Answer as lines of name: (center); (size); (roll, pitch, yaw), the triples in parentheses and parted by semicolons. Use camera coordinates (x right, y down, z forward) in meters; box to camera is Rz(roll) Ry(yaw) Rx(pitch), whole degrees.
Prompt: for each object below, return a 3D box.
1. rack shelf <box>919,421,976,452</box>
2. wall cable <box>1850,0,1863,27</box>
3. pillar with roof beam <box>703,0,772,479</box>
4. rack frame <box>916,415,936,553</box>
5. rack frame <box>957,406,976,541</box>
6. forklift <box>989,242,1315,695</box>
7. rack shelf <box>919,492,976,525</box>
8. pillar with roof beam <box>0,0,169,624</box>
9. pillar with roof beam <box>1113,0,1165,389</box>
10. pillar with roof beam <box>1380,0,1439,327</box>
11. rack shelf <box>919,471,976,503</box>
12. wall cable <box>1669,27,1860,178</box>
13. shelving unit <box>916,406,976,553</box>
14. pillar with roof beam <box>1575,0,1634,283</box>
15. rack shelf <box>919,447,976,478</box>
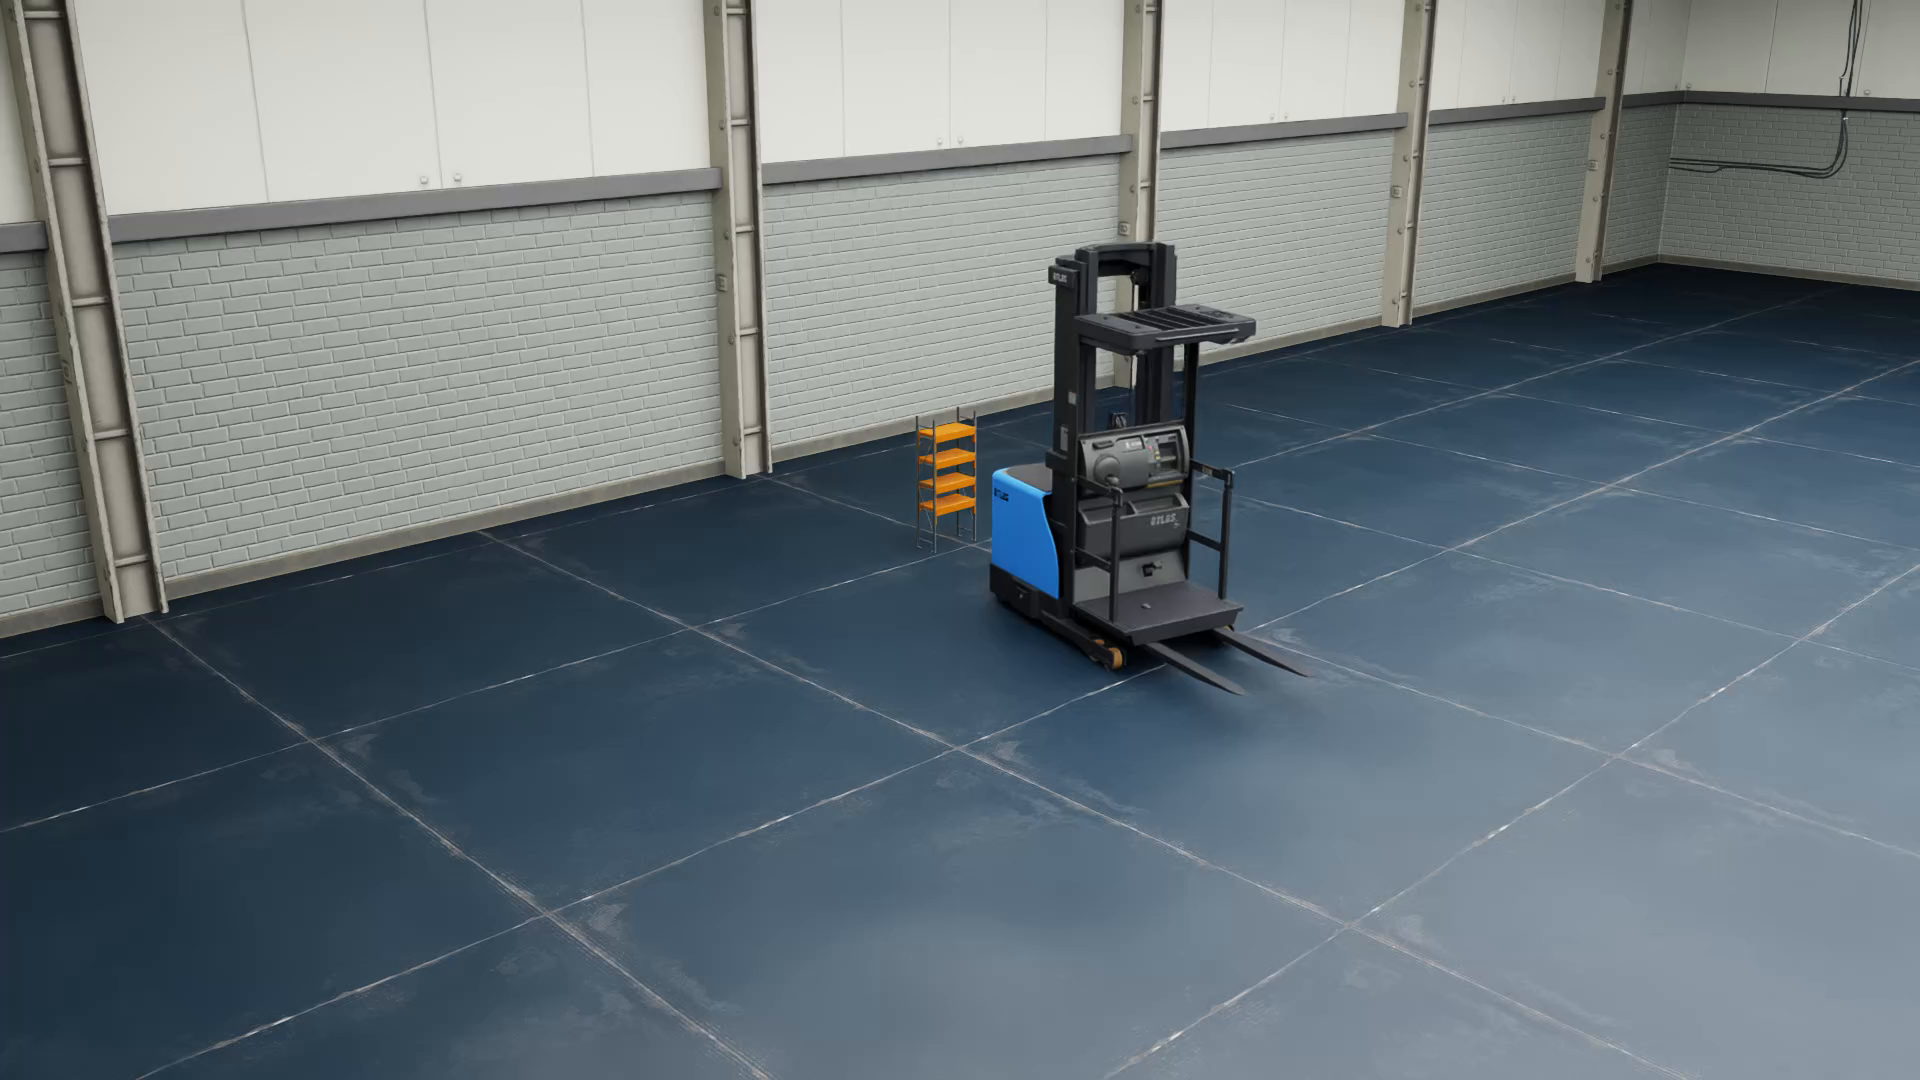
rack shelf: (-0.120, -0.909, 14.570); (0.480, 0.148, 0.258); (-16, 24, -41)
wall cable: (15.807, -9.436, 26.344); (0.112, 2.526, 3.097); (-16, 24, -41)
pillar with roof beam: (0.778, -4.010, 12.763); (0.400, 9.000, 9.100); (-16, 24, -41)
rack frame: (-0.298, -0.484, 14.532); (0.015, 1.200, 0.240); (-16, 24, -41)
rack frame: (0.057, -0.587, 14.851); (0.015, 1.200, 0.240); (-16, 24, -41)
forklift: (1.403, -0.610, 12.113); (1.130, 2.935, 3.031); (-10, 20, -28)
rack shelf: (-0.120, -0.283, 14.773); (0.480, 0.148, 0.258); (-16, 24, -41)
pillar with roof beam: (-3.582, -2.739, 8.842); (0.400, 9.000, 9.100); (-16, 24, -41)
pillar with roof beam: (5.137, -5.282, 16.684); (0.400, 9.000, 9.100); (-16, 24, -41)
pillar with roof beam: (9.497, -6.553, 20.606); (0.400, 9.000, 9.100); (-16, 24, -41)
rack shelf: (-0.120, -0.472, 14.712); (0.480, 0.148, 0.258); (-16, 24, -41)
wall cable: (13.948, -7.640, 28.993); (0.112, 2.526, 3.097); (-16, 24, -41)
shelving unit: (-0.120, -0.536, 14.691); (0.503, 1.200, 0.258); (-16, 24, -41)
pillar with roof beam: (13.857, -7.824, 24.527); (0.400, 9.000, 9.100); (-16, 24, -41)
rack shelf: (-0.120, -0.684, 14.643); (0.480, 0.148, 0.258); (-16, 24, -41)
